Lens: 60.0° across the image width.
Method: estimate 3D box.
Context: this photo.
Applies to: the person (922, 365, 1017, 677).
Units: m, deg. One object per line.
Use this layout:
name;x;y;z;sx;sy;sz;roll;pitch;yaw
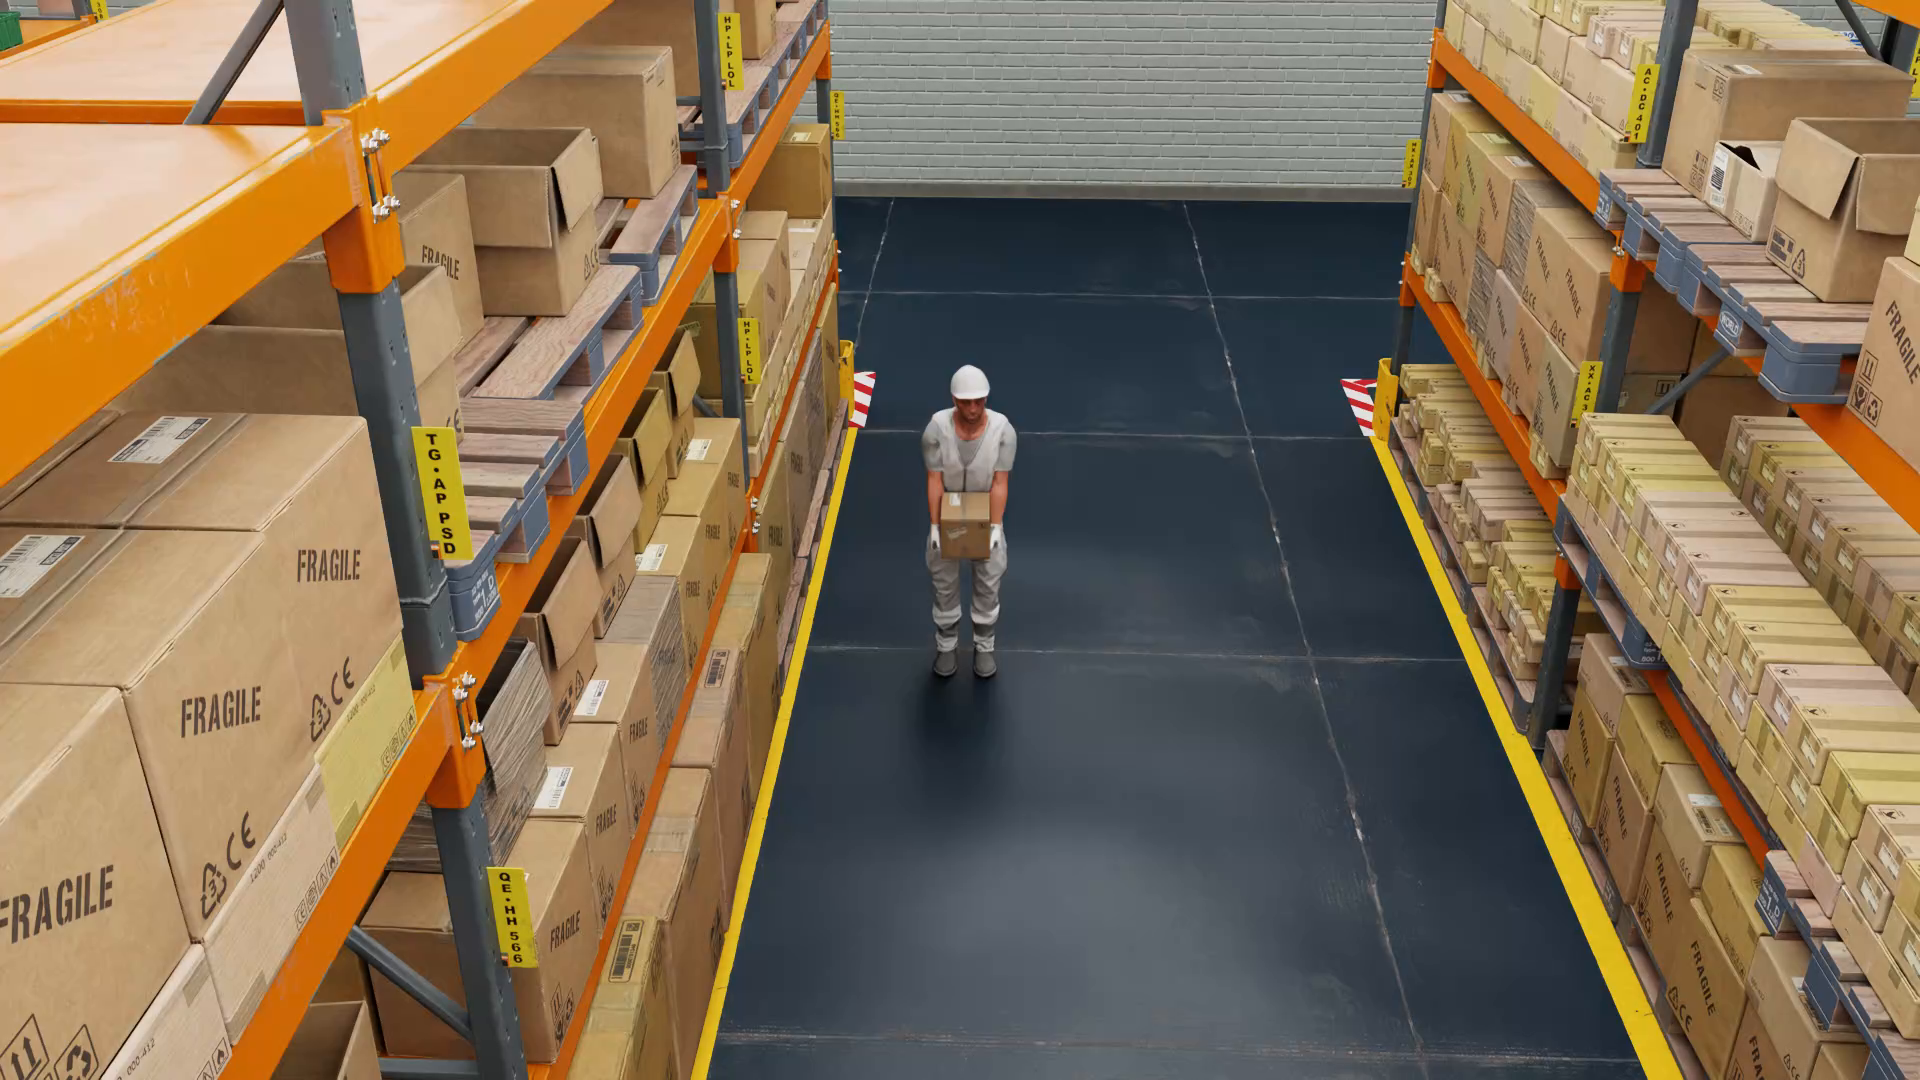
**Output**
person;0.046;-0.085;8.771;0.491;1.773;0.577;0;28;1
